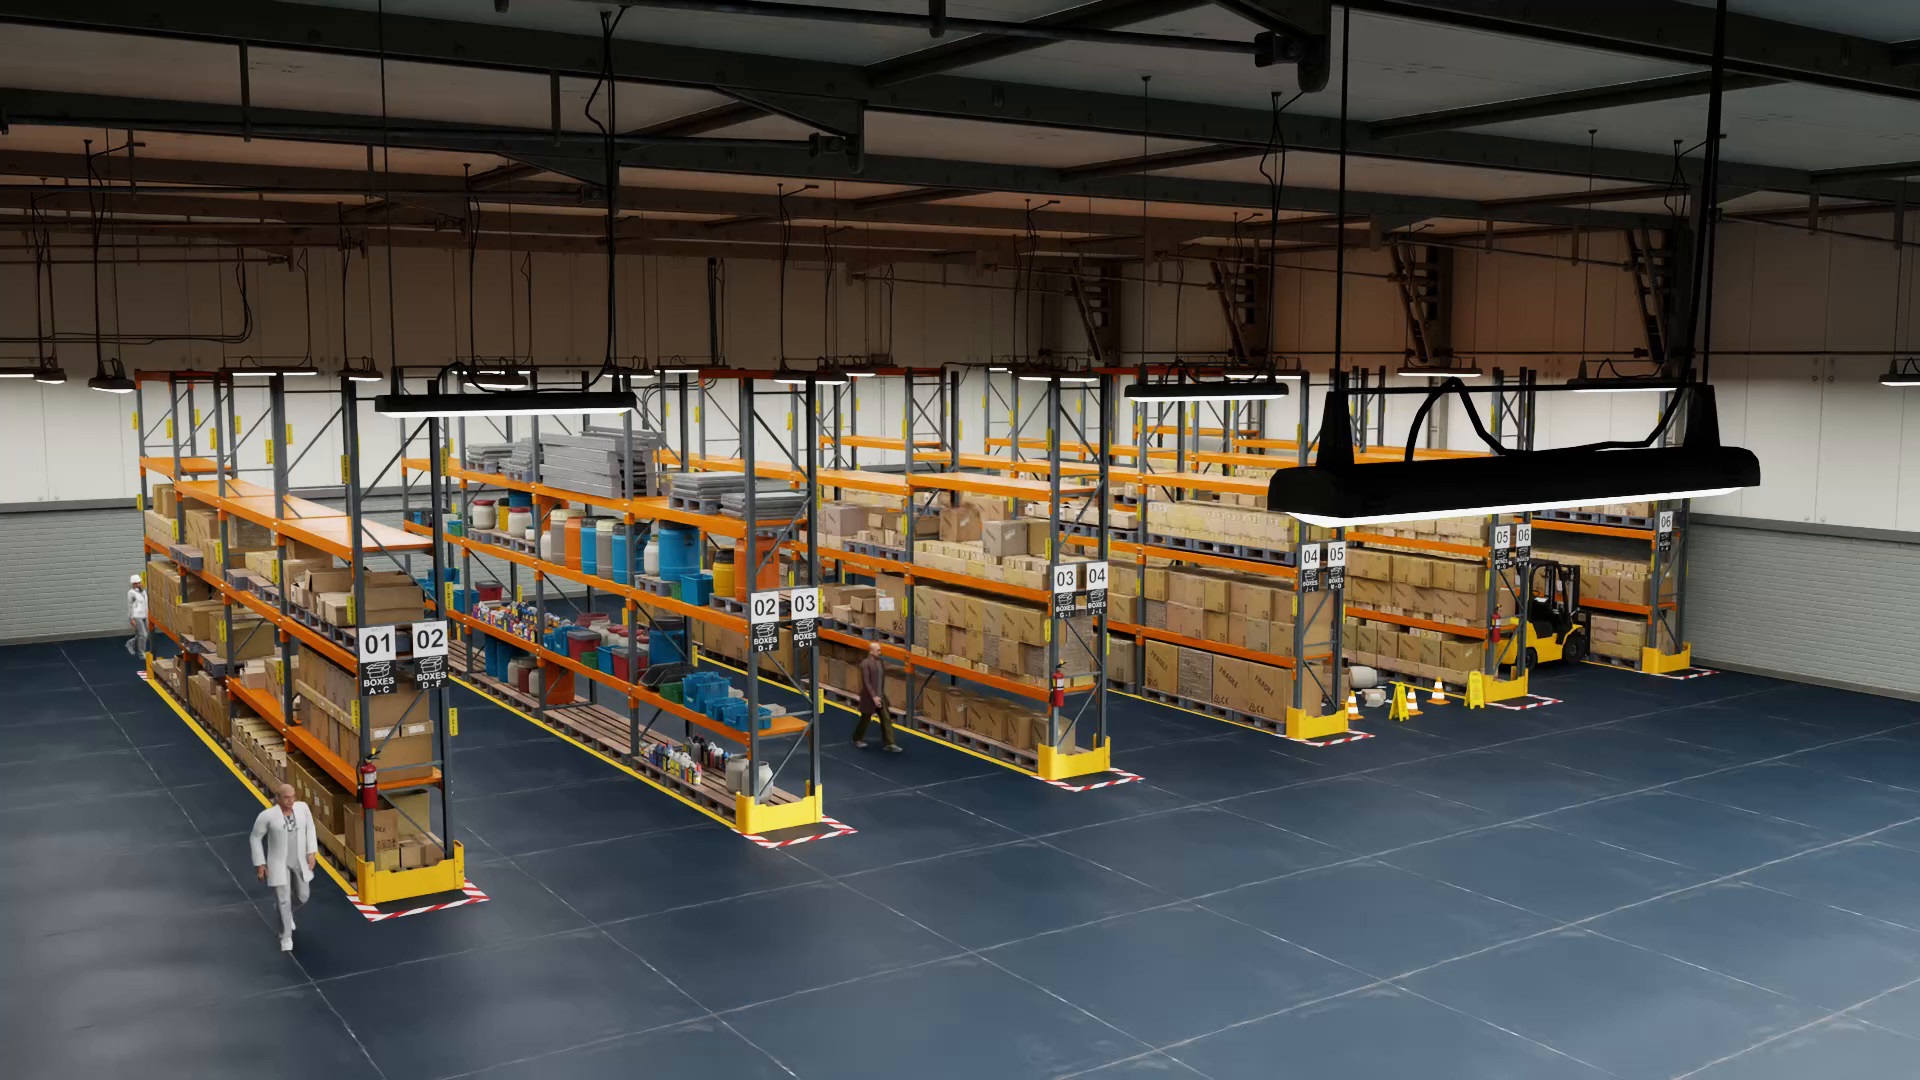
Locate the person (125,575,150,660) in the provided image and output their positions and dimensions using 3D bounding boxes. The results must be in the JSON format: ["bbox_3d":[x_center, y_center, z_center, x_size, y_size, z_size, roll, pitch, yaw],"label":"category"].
[{"bbox_3d":[-16.945,1.580,34.239,0.674,1.759,0.547,1,6,7],"label":"person"}]

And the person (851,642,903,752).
[{"bbox_3d":[-1.313,2.479,26.419,1.069,1.722,0.596,6,9,41],"label":"person"}]

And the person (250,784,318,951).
[{"bbox_3d":[-7.276,3.550,17.876,0.673,1.574,0.740,-6,9,-44],"label":"person"}]
